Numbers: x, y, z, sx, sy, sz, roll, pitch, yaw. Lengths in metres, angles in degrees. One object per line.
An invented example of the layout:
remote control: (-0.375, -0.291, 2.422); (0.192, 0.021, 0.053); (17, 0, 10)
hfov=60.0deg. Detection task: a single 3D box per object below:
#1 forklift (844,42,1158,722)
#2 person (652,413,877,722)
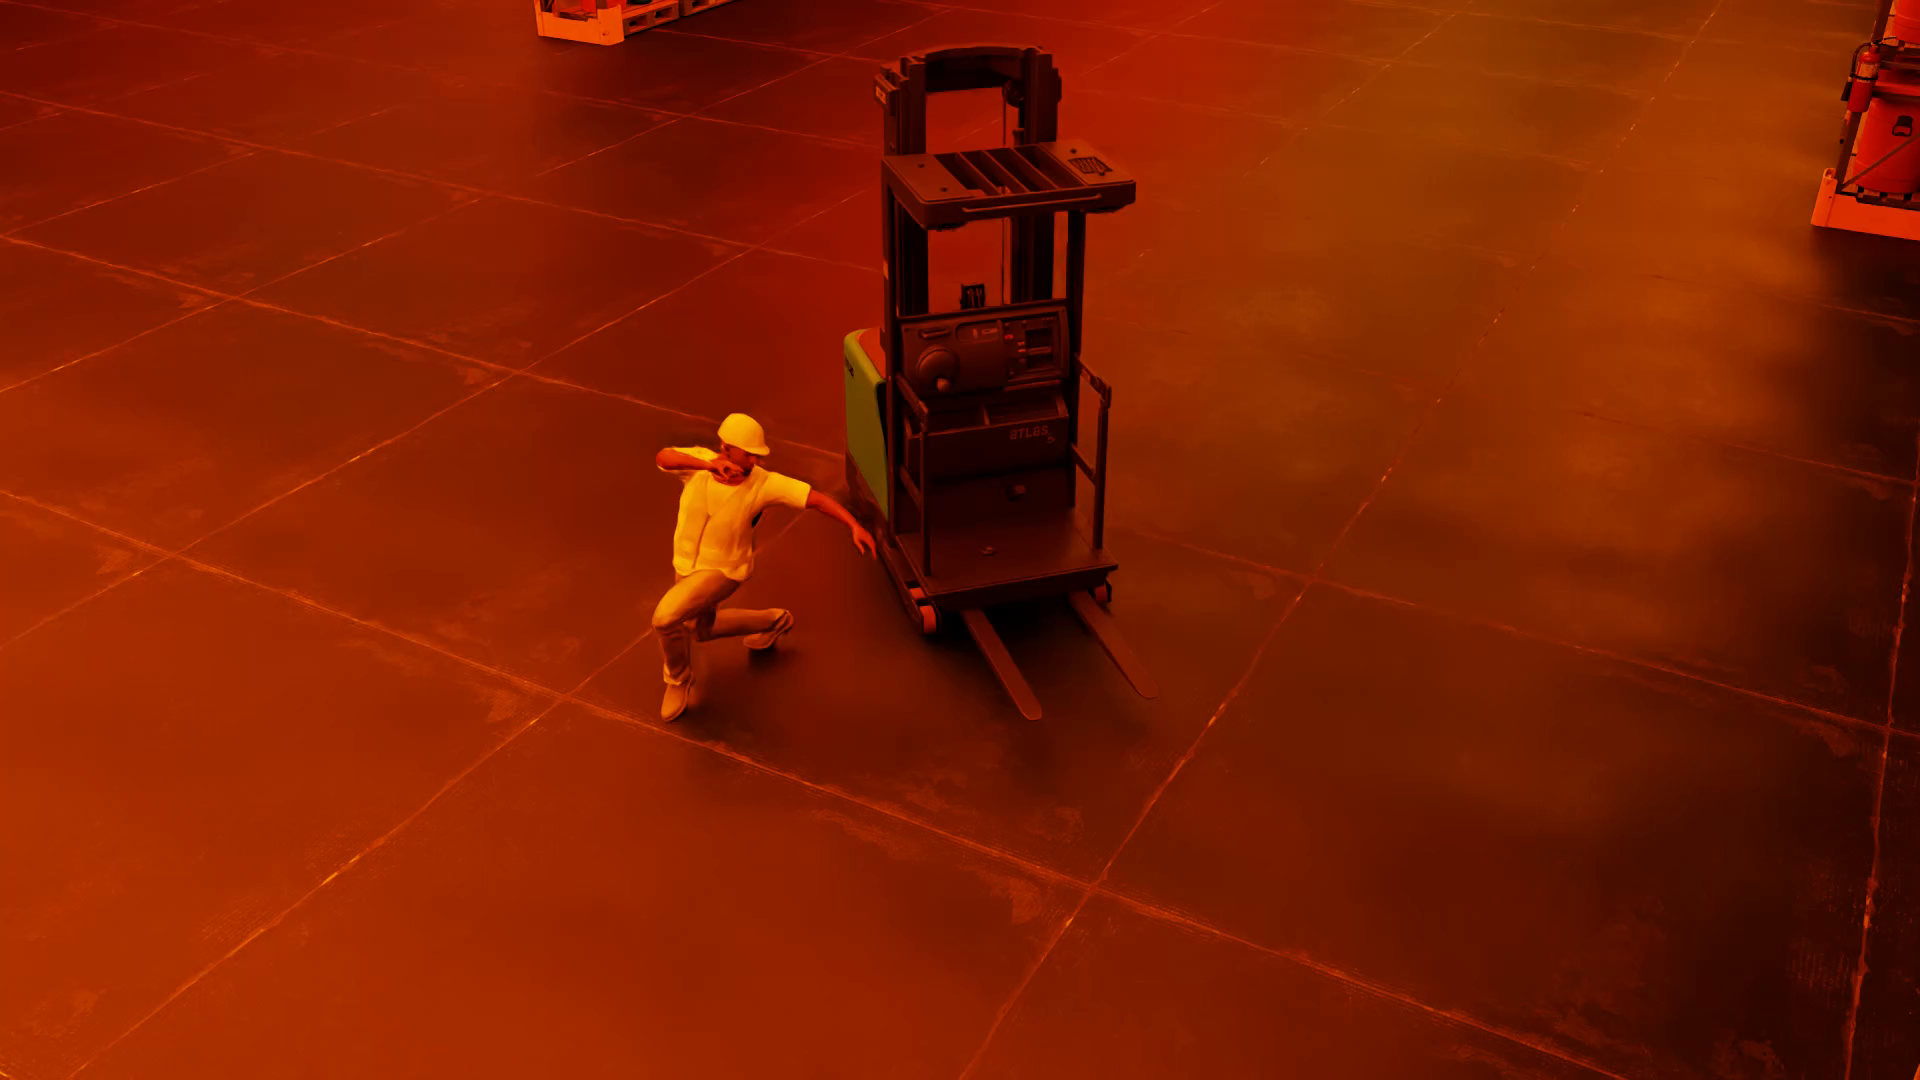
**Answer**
forklift: (0.209, -0.973, 8.757); (1.130, 2.935, 3.031); (-9, 31, -15)
person: (-1.038, 0.148, 8.275); (1.002, 1.465, 0.962); (18, 34, 28)
